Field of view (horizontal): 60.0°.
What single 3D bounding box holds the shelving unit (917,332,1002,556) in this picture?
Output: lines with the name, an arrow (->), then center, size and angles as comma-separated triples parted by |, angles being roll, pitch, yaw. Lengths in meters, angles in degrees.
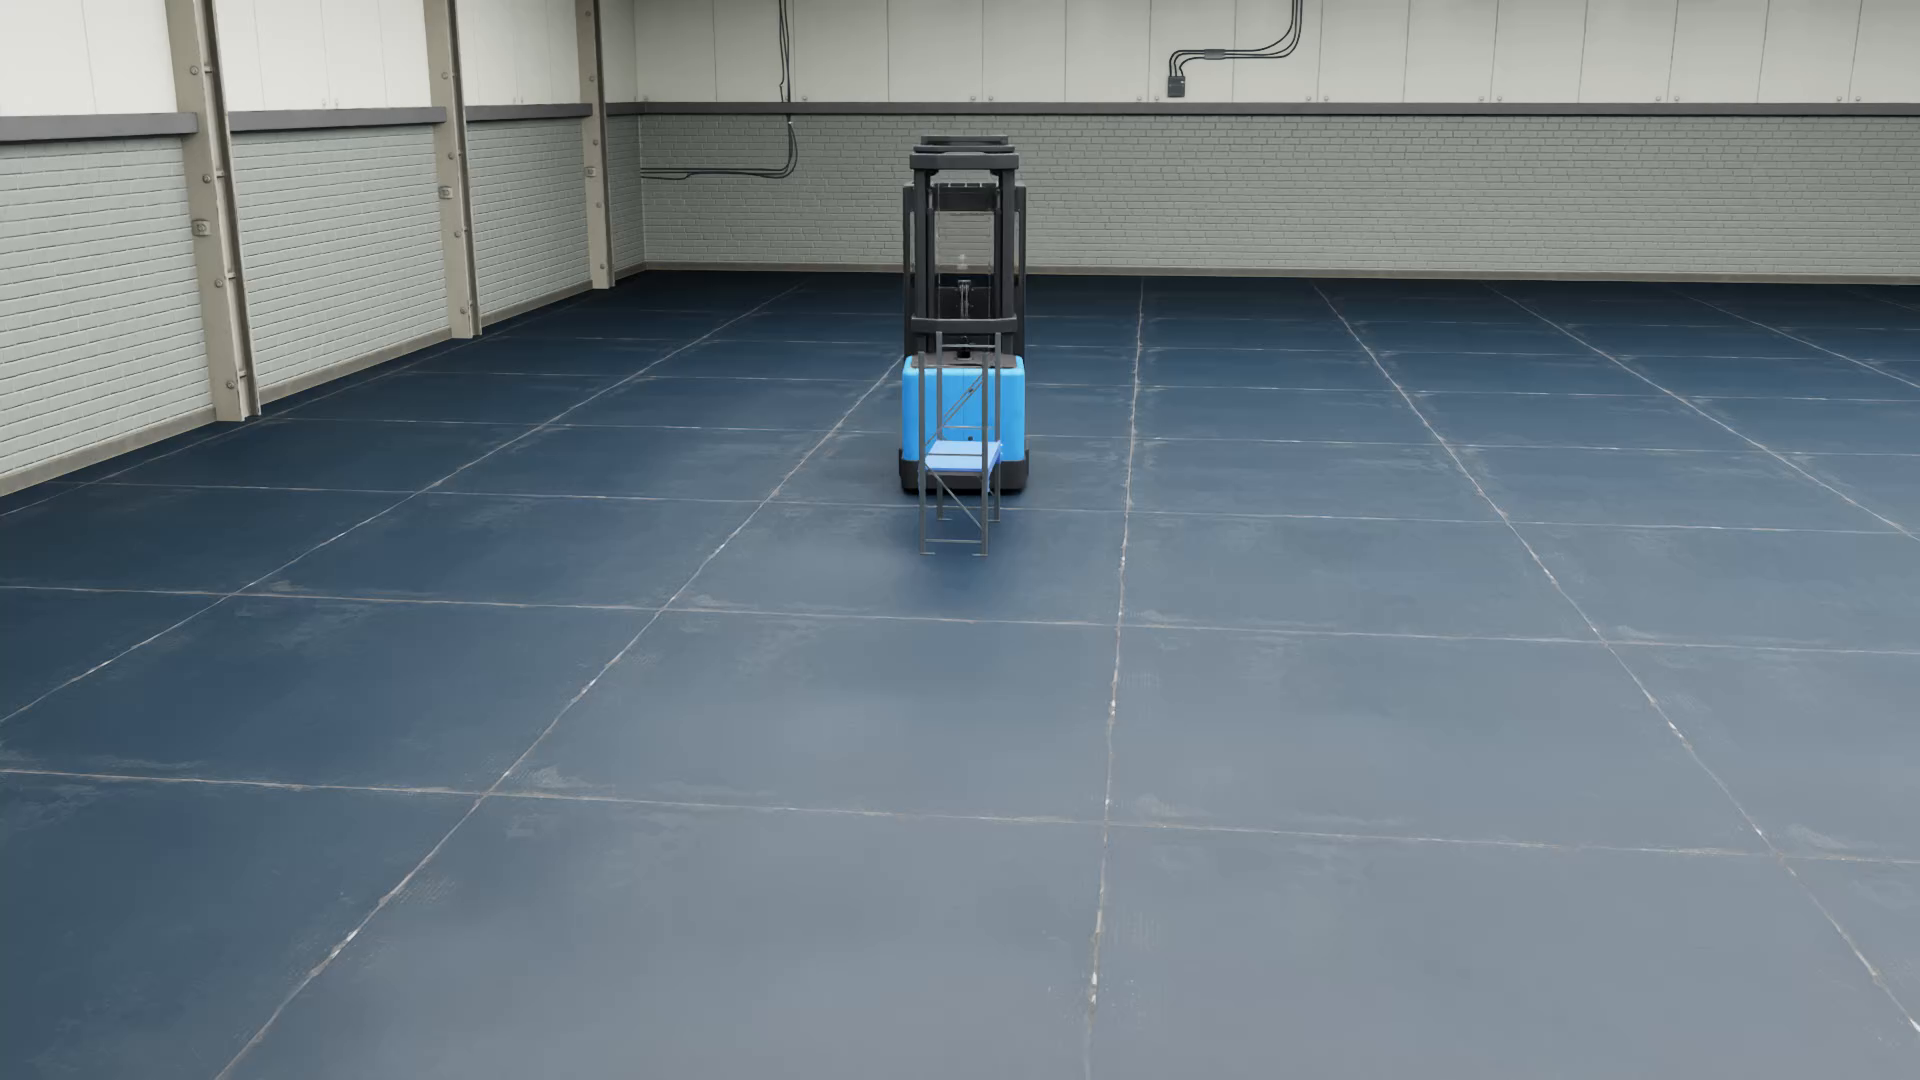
shelving unit -> 0.010, -0.746, 12.548 | 0.538, 1.500, 1.048 | 2, 15, 6

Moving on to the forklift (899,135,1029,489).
forklift -> 0.042, -2.171, 15.076 | 1.130, 2.935, 3.031 | 0, 15, 0

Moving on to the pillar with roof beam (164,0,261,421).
pillar with roof beam -> -3.282, -5.501, 15.765 | 9.100, 9.000, 0.400 | 2, 15, 6

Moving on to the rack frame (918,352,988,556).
rack frame -> -0.048, -0.614, 12.061 | 0.500, 1.500, 0.032 | 2, 15, 6

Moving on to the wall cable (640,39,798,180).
wall cable -> -4.560, -7.966, 30.831 | 3.097, 2.526, 0.112 | 2, 15, 6

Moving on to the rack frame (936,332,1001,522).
rack frame -> 0.067, -0.878, 13.036 | 0.500, 1.500, 0.032 | 2, 15, 6

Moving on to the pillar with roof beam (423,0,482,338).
pillar with roof beam -> -2.605, -7.057, 21.520 | 9.100, 9.000, 0.400 | 2, 15, 6

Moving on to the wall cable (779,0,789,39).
wall cable -> -1.872, -10.324, 29.877 | 3.097, 2.526, 0.112 | 2, 15, 6

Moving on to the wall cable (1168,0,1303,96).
wall cable -> 4.871, -10.823, 28.932 | 2.305, 6.003, 0.169 | 2, 15, 6

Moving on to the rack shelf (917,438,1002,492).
rack shelf -> 0.010, -0.572, 12.595 | 0.538, 0.185, 1.000 | 2, 15, 6

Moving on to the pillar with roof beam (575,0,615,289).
pillar with roof beam -> -1.928, -8.613, 27.275 | 9.100, 9.000, 0.400 | 2, 15, 6
